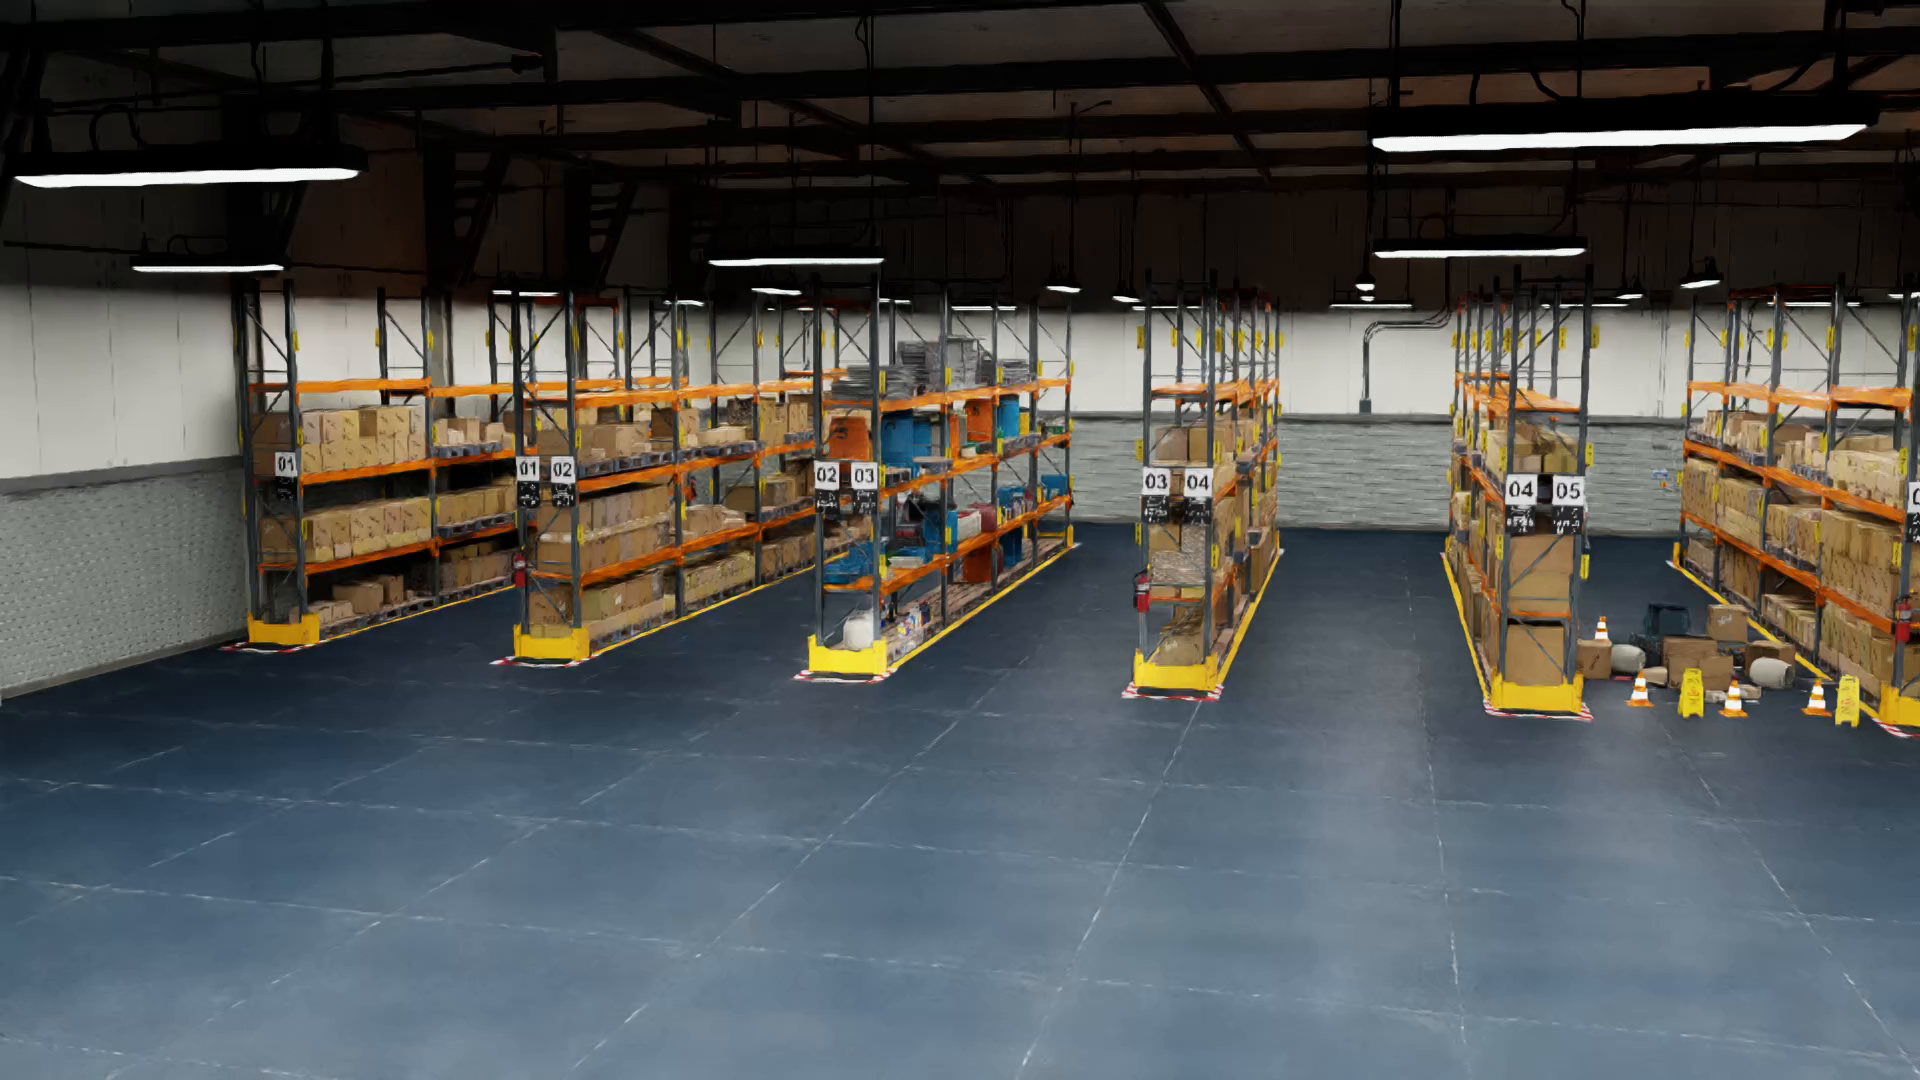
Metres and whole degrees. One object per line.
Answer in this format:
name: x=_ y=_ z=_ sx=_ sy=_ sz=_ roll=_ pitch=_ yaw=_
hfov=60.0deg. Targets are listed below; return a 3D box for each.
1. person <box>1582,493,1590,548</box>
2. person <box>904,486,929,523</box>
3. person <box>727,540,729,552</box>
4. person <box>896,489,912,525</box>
person: x=14.961 y=-0.578 z=40.067 sx=0.512 sy=1.586 sz=0.463 roll=-5 pitch=9 yaw=-37
person: x=-0.998 y=-0.501 z=39.065 sx=0.677 sy=1.674 sz=0.534 roll=1 pitch=7 yaw=12
person: x=-5.074 y=-0.434 z=38.249 sx=0.543 sy=1.700 sz=1.119 roll=1 pitch=7 yaw=12
person: x=-1.400 y=-1.022 z=42.870 sx=0.727 sy=1.758 sz=0.535 roll=-6 pitch=9 yaw=-39
